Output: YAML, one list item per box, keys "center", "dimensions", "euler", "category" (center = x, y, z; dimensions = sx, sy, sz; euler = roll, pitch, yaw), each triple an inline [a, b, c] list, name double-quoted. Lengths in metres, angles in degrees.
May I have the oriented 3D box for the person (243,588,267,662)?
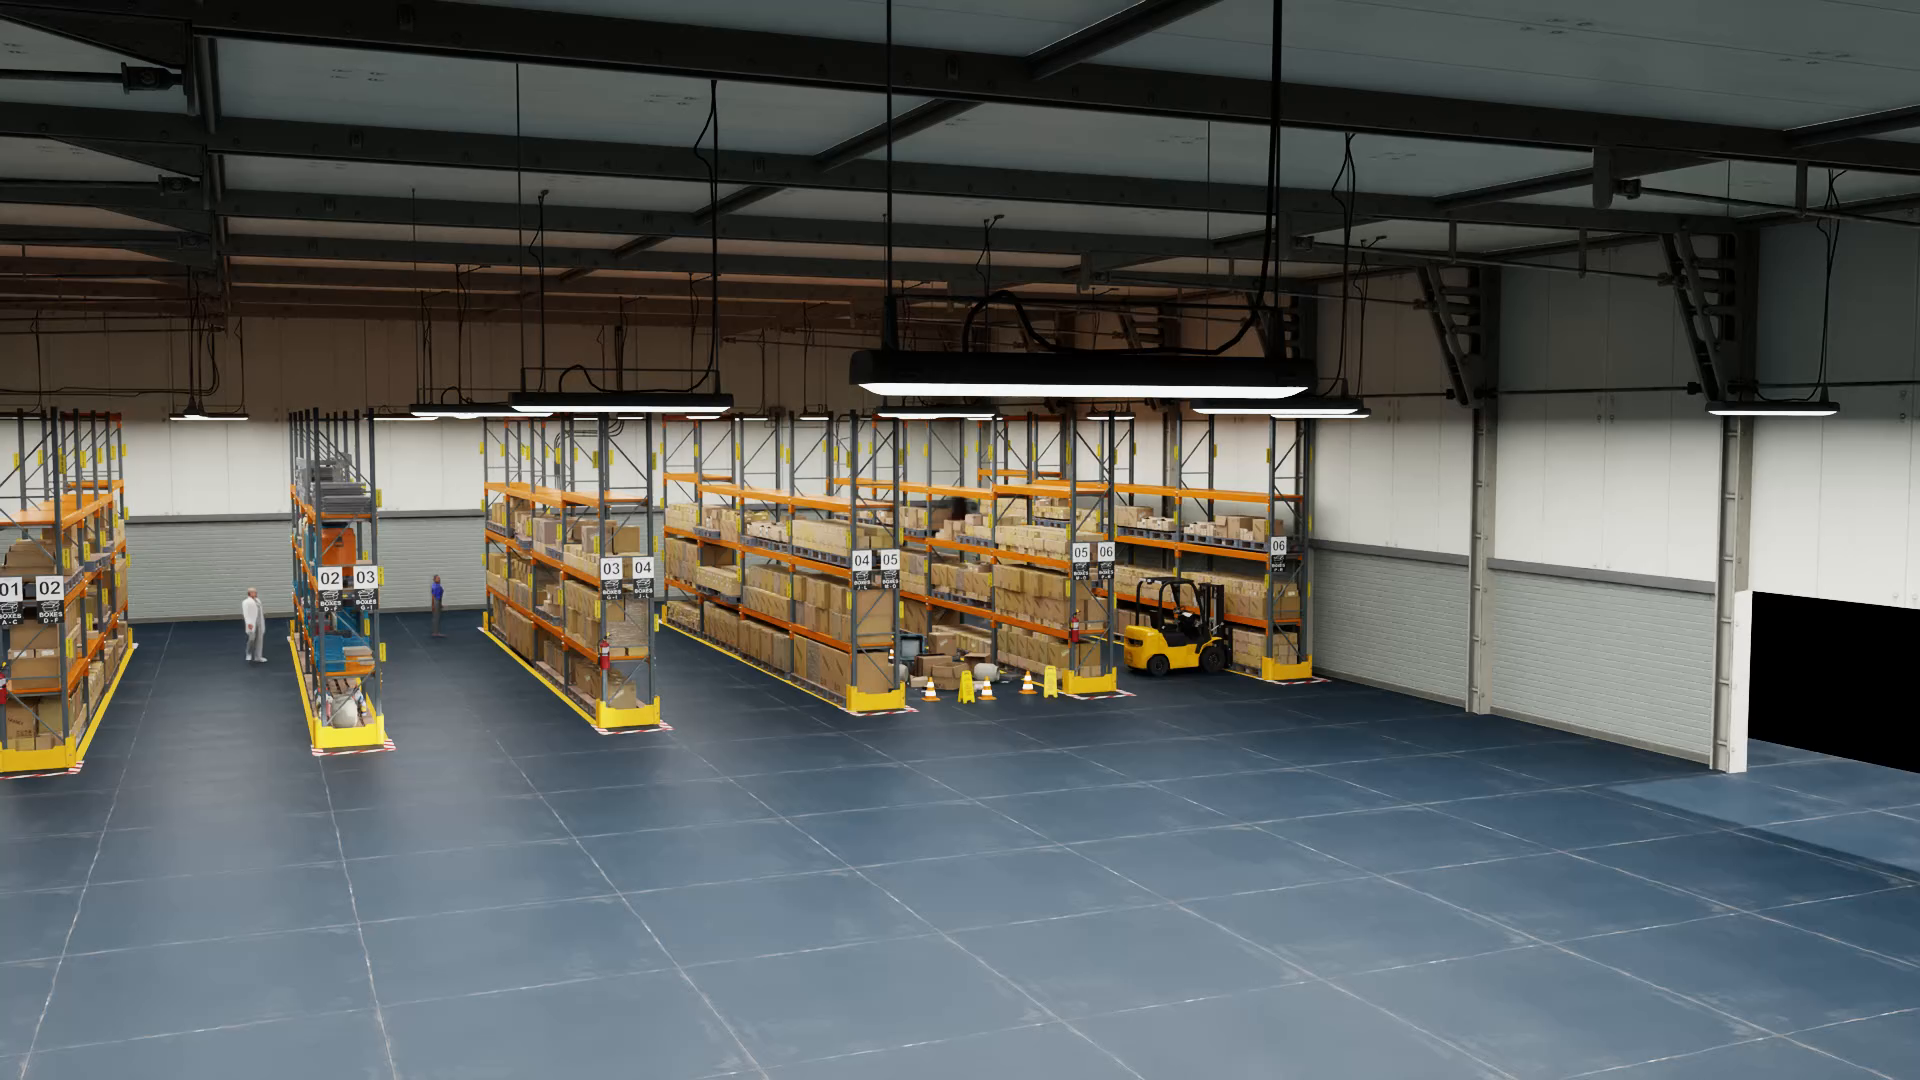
- center: [-16.940, 2.035, 40.010]
  dimensions: [0.557, 1.779, 0.608]
  euler: [3, 5, 36]
  category: "person"

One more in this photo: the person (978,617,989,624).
- center: [0.630, 1.418, 45.243]
  dimensions: [0.367, 1.694, 0.526]
  euler: [-1, 4, -19]
  category: "person"

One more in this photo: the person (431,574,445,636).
- center: [-14.066, 1.755, 44.785]
  dimensions: [0.380, 1.666, 0.466]
  euler: [-1, 4, -11]
  category: "person"
